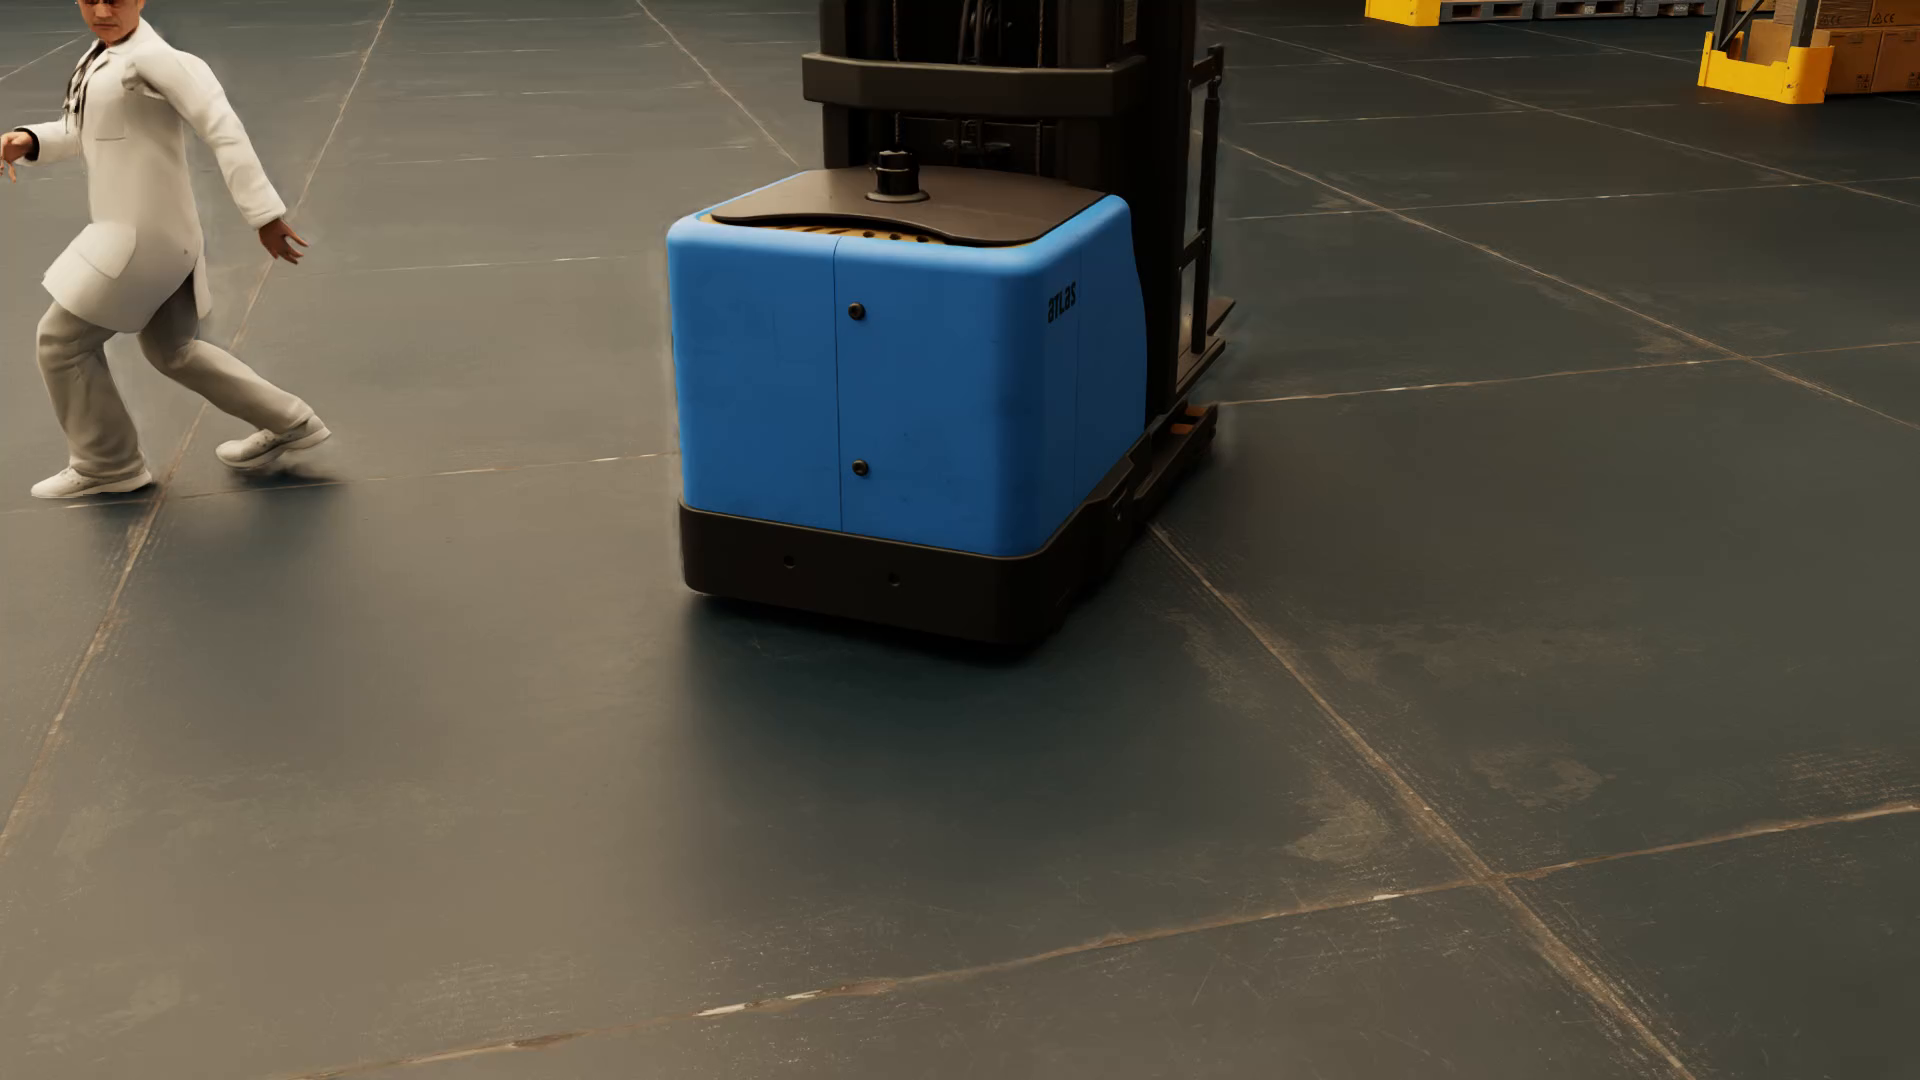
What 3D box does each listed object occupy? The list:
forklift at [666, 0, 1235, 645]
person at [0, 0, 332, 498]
[{"bbox_3d":[0.249,-1.629,5.136,1.130,2.935,3.031,9,25,20],"label":"forklift"},{"bbox_3d":[-2.533,-0.939,5.155,0.973,1.694,0.619,-7,24,-16],"label":"person"}]
